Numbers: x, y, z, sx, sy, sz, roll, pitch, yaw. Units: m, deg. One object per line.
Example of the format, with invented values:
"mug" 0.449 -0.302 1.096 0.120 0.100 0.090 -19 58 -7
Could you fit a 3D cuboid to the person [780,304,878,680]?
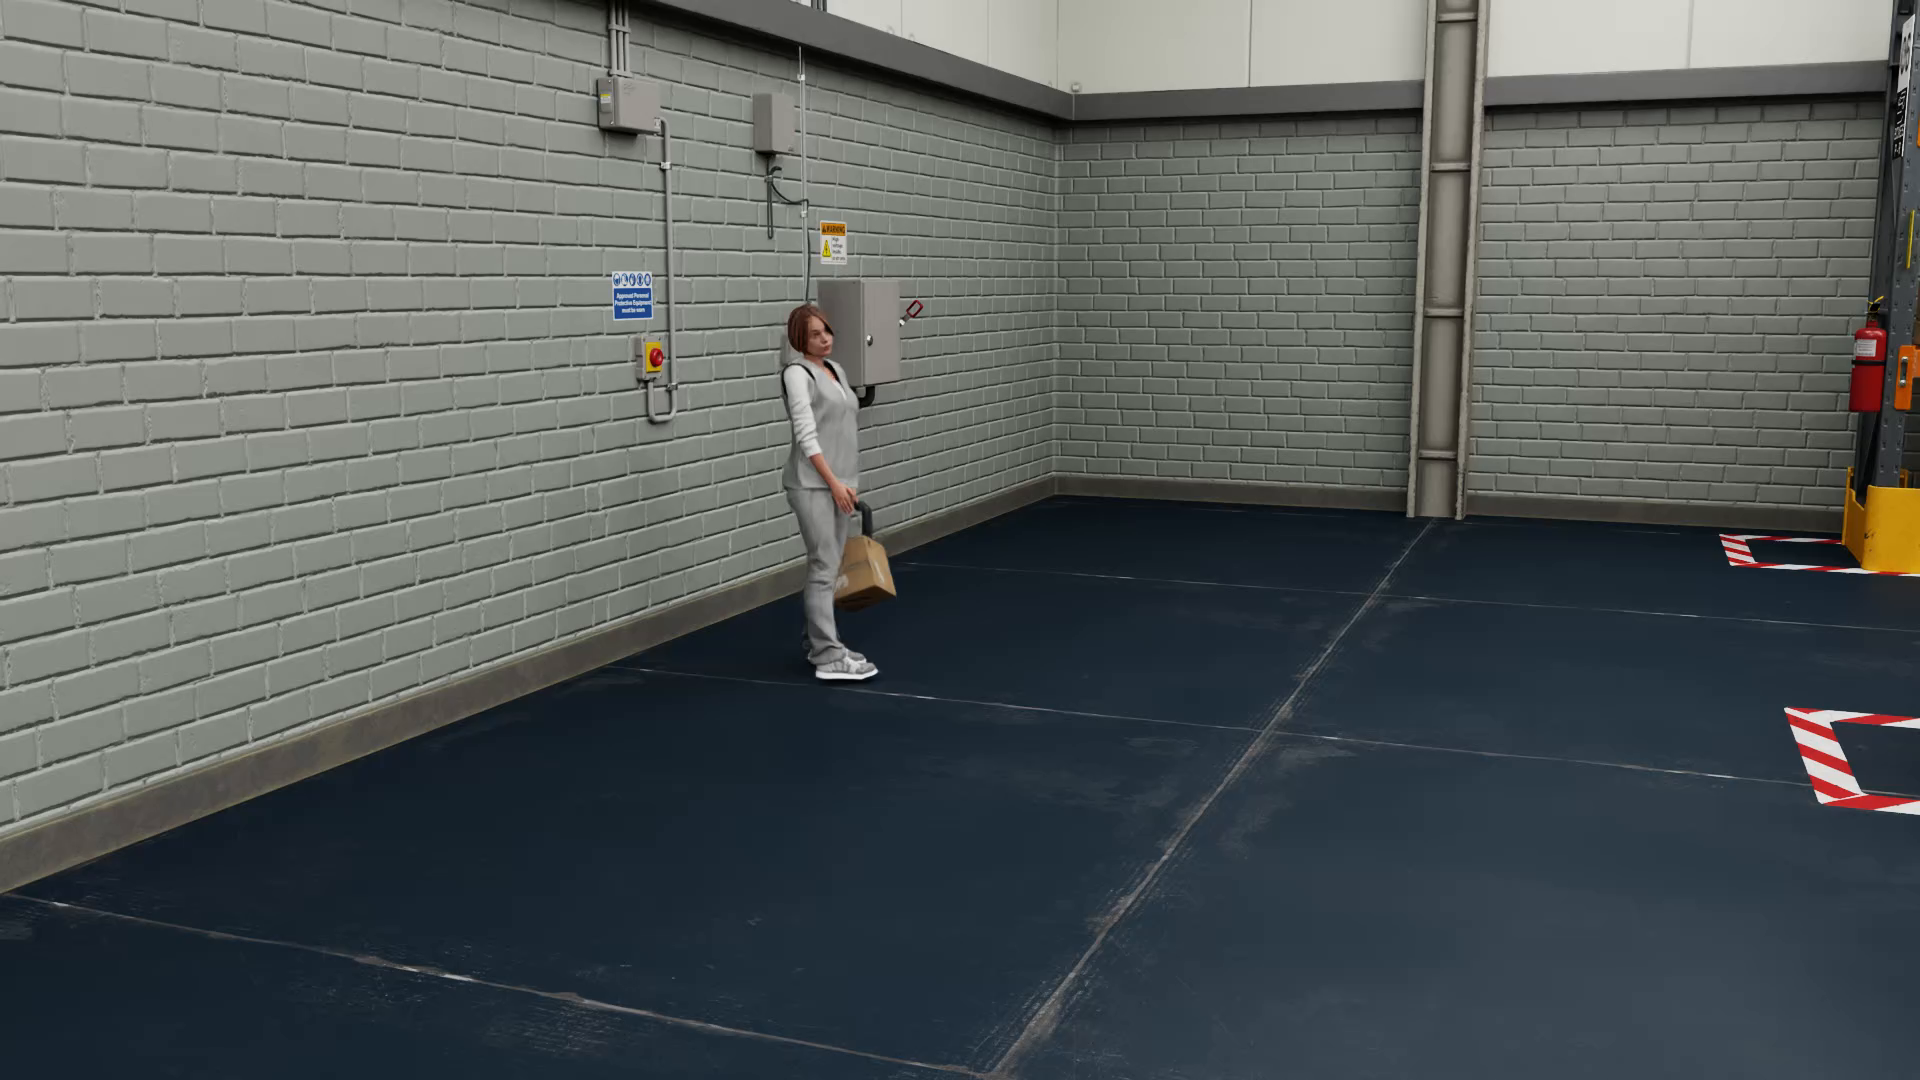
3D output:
"person" -0.539 -0.202 7.136 0.435 1.591 0.427 4 10 23
